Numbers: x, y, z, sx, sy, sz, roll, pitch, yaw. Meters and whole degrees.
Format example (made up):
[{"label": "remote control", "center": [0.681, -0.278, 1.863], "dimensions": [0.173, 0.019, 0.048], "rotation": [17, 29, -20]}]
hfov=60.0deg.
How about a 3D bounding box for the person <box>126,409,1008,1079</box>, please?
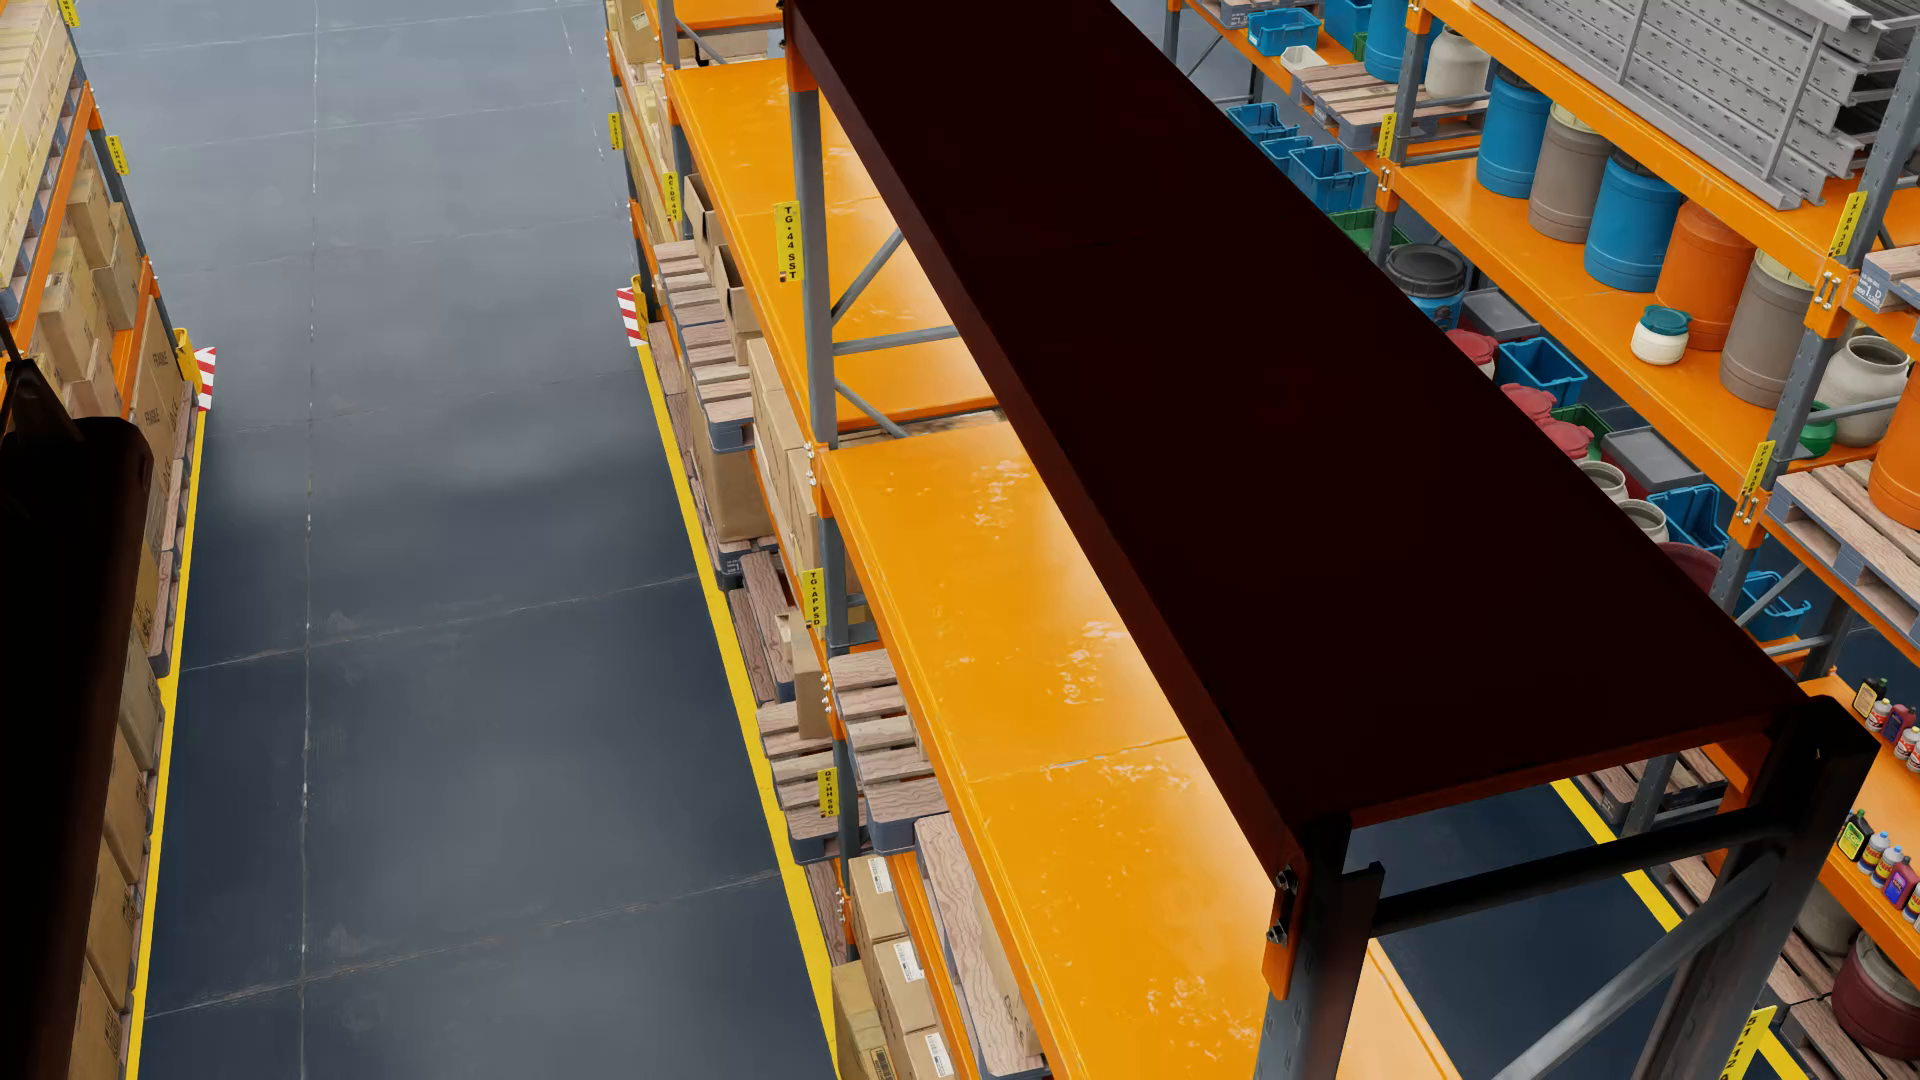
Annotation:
[{"label": "person", "center": [-2.184, 0.766, 10.541], "dimensions": [7.558, 1.654, 3.881], "rotation": [-22, 43, -25]}]
